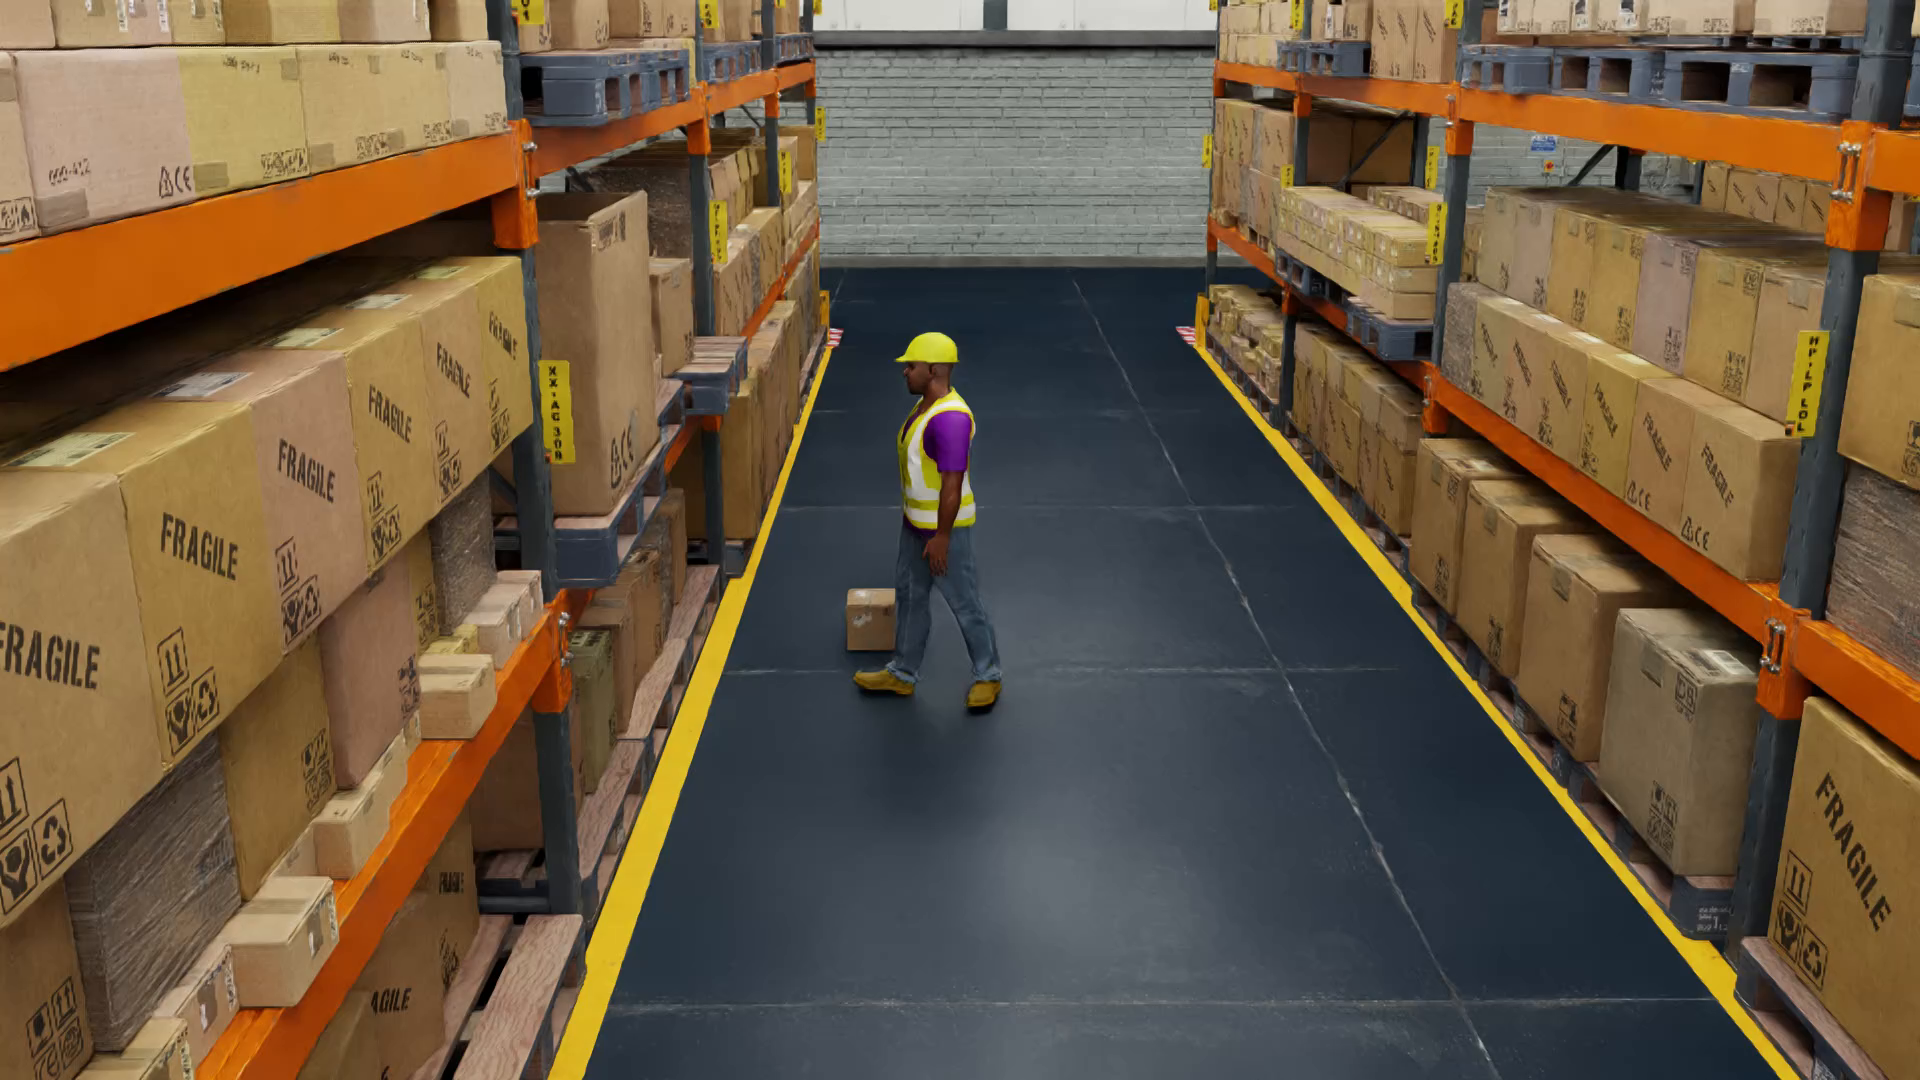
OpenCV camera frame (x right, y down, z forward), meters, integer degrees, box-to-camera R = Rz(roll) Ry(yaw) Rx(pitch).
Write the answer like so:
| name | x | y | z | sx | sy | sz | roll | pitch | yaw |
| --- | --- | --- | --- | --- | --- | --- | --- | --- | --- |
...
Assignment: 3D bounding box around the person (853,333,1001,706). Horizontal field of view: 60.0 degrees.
| name | x | y | z | sx | sy | sz | roll | pitch | yaw |
| --- | --- | --- | --- | --- | --- | --- | --- | --- | --- |
| person | -0.163 | -0.104 | 7.835 | 0.665 | 1.763 | 0.789 | -5 | 18 | -16 |
